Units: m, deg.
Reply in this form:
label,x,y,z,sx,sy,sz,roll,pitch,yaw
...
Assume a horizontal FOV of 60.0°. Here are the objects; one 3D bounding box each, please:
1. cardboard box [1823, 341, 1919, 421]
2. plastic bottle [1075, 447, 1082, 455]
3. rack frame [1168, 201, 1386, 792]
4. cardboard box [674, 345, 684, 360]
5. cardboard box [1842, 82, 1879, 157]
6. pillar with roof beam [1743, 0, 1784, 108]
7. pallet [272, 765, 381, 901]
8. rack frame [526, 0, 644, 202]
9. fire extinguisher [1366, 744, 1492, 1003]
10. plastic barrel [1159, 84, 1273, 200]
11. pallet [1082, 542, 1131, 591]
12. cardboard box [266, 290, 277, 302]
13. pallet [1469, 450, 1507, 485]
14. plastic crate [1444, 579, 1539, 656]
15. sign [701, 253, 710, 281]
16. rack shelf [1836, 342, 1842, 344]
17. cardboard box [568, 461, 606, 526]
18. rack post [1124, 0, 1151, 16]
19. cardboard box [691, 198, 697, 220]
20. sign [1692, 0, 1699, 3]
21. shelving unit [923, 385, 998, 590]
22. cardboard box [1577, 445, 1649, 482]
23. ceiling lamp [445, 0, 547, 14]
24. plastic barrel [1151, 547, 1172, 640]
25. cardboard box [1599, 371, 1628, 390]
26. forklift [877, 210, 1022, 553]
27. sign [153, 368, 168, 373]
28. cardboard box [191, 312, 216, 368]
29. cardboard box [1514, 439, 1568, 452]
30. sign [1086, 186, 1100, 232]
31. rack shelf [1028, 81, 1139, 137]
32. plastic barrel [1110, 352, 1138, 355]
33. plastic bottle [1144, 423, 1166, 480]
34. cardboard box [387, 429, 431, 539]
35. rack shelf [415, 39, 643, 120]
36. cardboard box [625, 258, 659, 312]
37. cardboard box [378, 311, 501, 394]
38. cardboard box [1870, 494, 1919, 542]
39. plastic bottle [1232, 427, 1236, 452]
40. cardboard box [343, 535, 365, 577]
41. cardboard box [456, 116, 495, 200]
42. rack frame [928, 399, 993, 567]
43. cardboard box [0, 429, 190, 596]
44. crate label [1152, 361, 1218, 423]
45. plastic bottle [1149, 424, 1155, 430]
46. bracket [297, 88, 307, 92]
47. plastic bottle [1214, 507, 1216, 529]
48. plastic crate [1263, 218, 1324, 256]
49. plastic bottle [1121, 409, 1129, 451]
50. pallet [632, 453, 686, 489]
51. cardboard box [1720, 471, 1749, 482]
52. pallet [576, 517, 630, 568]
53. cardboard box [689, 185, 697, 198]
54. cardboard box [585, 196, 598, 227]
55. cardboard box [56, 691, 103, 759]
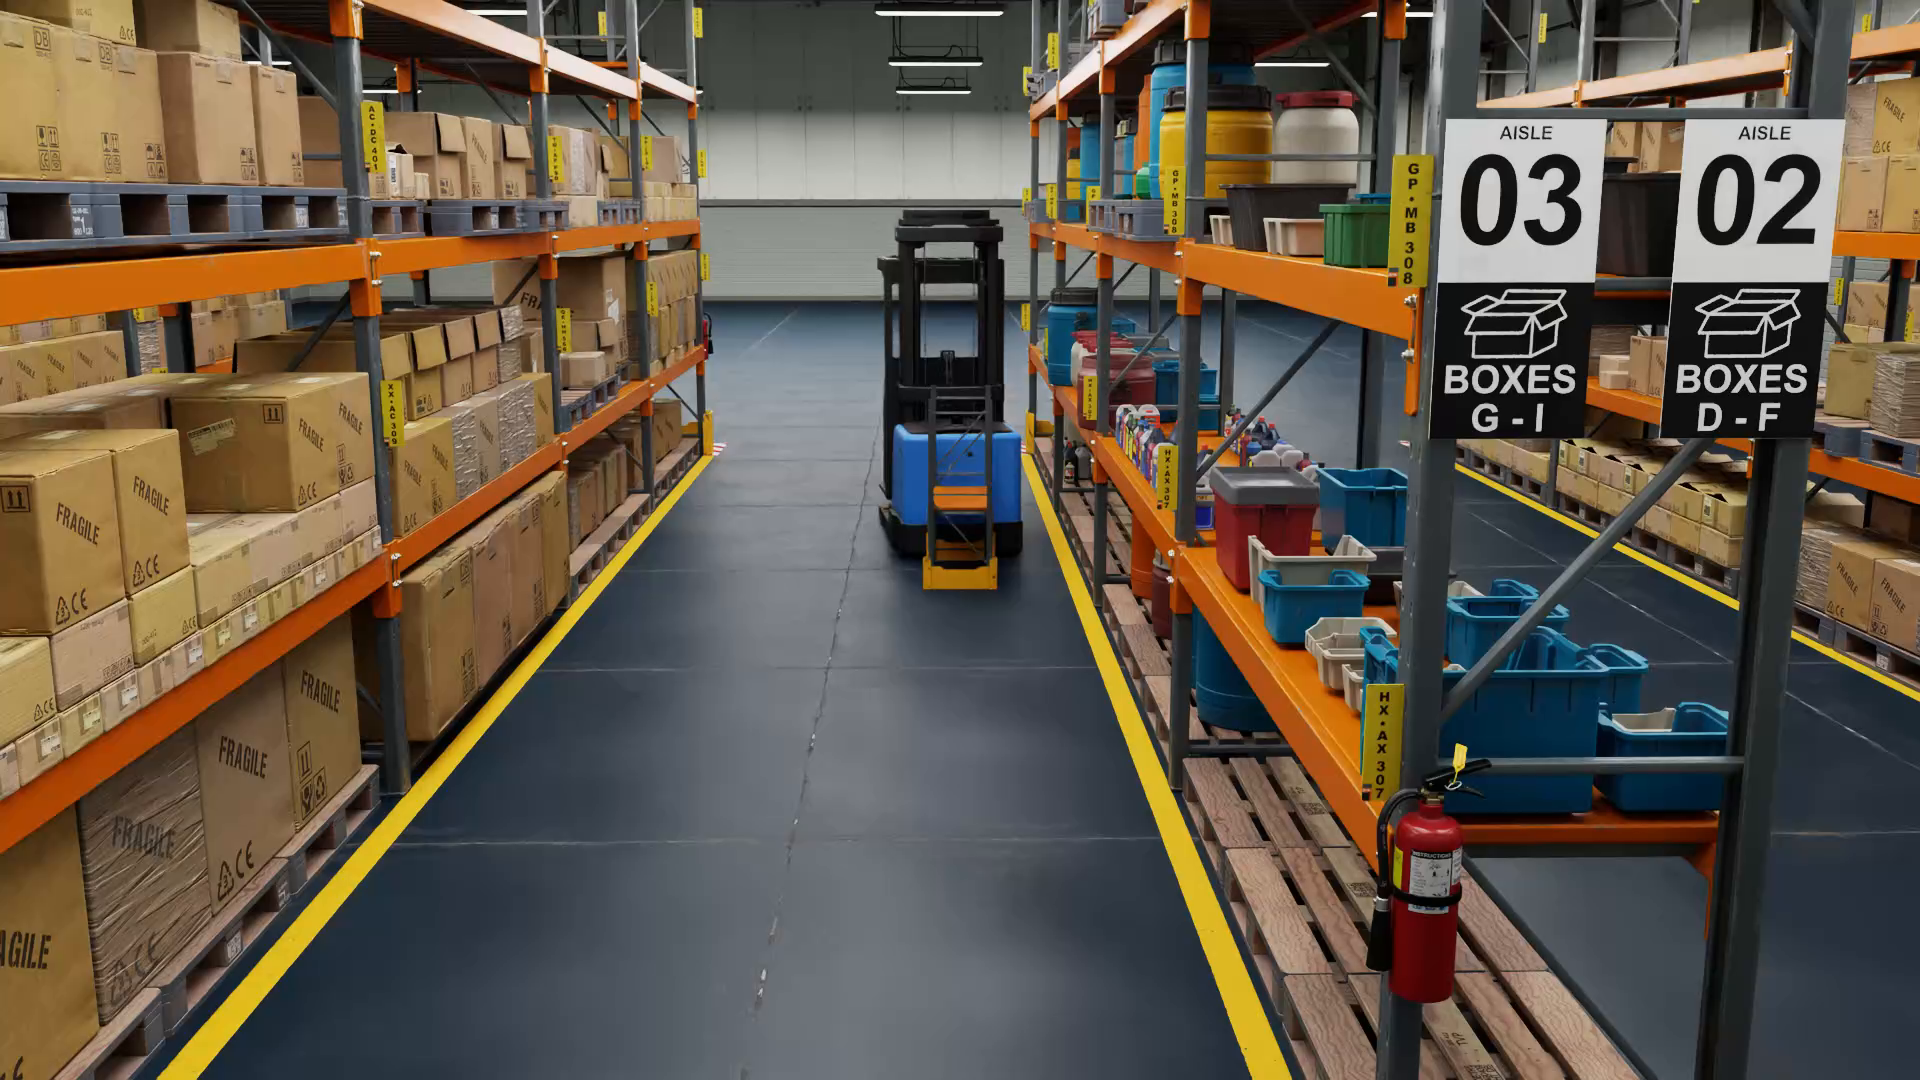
label,x,y,z,sx,sy,sz,roll,pitch,yaw
cardboard box,6.590,-1.124,11.747,0.700,0.500,0.500,-4,12,-20
plastic bottle,1.271,-0.821,17.304,0.152,0.276,0.135,0,11,-1
rack frame,1.594,-0.179,8.397,1.000,3.000,0.127,0,11,-1
cardboard box,-3.257,-2.067,18.337,0.380,0.149,0.250,0,11,-1
cardboard box,6.467,-2.916,11.578,0.500,0.500,0.500,0,11,-1
pillar with roof beam,7.702,-6.585,24.883,9.100,9.000,0.400,0,11,-1
pallet,-3.420,1.359,7.827,1.003,0.211,1.213,0,11,-1
rack frame,-3.523,-4.689,15.539,1.000,3.000,0.127,0,11,-1
fire extinguisher,1.226,0.869,4.366,0.296,0.674,0.183,0,11,-1
plastic barrel,1.372,-2.128,8.929,0.600,0.588,0.600,0,11,0
pallet,1.534,0.238,13.354,1.003,0.211,1.213,0,11,-1
cardboard box,-8.598,-3.073,19.567,0.875,0.550,0.550,0,11,-1
pallet,6.379,-0.824,18.588,1.003,0.211,1.213,0,11,-1
plastic crate,1.968,0.297,6.321,0.416,0.233,0.300,0,11,-1
sign,-3.050,-3.265,19.900,0.100,0.325,0.005,0,11,-1
rack shelf,11.293,-1.855,18.468,1.077,0.370,4.000,0,11,-1
cardboard box,-3.529,-0.411,14.722,0.700,0.500,0.500,-1,12,-6
rack post,1.425,-3.276,9.831,0.937,0.300,0.954,1,12,5
cardboard box,-3.342,-3.846,19.304,0.500,0.250,0.500,0,11,0
sign,6.924,-5.230,15.658,0.100,0.325,0.005,0,11,-1
shelving unit,0.005,-0.451,13.508,0.587,1.500,1.083,0,11,0
cardboard box,6.146,-0.739,15.608,0.500,0.311,0.500,0,11,-2
ceiling lamp,-7.380,-9.677,25.444,2.000,3.185,0.800,0,11,-1
plastic barrel,1.562,0.324,10.929,0.600,0.588,0.708,0,11,-1
cardboard box,6.195,-1.489,15.485,0.380,0.149,0.250,0,11,-1
forklift,-0.179,-1.568,15.415,1.130,2.935,3.031,-2,12,-8
sign,-3.900,-0.683,8.169,0.100,0.325,0.005,0,11,-1
cardboard box,-8.431,-2.113,17.550,0.875,0.550,0.550,0,11,-1
cardboard box,6.155,-1.205,17.430,0.500,0.500,0.500,0,11,-1
sign,0.962,-2.389,12.011,0.100,0.325,0.005,0,11,-1
rack shelf,1.388,-4.558,17.710,1.077,0.370,4.000,0,11,-1
plastic barrel,1.277,-1.233,13.309,0.421,0.512,0.421,0,11,0
plastic bottle,1.225,-0.555,10.375,0.144,0.351,0.185,0,11,-1
cardboard box,-3.117,-0.300,8.743,0.500,0.500,0.500,0,11,-1
rack shelf,-3.482,-3.743,13.691,1.077,0.370,4.000,0,11,-1
cardboard box,-3.278,-2.524,16.443,0.500,0.500,0.500,0,11,-1
cardboard box,-3.431,-1.219,10.751,0.797,0.503,0.637,0,11,0
cardboard box,6.723,-0.156,11.577,0.500,0.250,0.500,0,11,1
plastic bottle,1.937,-0.710,11.514,0.097,0.201,0.097,0,11,0
cardboard box,-3.018,0.075,7.777,0.380,0.149,0.250,0,11,0
cardboard box,-3.250,-2.386,10.426,0.500,0.500,0.500,0,11,2
rack frame,0.002,-0.351,13.019,0.500,1.500,0.032,0,11,0
cardboard box,-3.042,-0.102,5.762,0.500,0.500,0.500,-1,11,-3
crate label,1.761,-1.190,13.292,0.502,0.435,0.616,0,11,-1
plastic bottle,1.331,-0.702,11.473,0.097,0.201,0.097,0,11,0
bracket,-19.673,-13.445,49.647,0.076,0.066,3.189,0,11,-1
plastic bottle,1.387,-0.163,8.817,0.097,0.201,0.097,0,11,0
plastic crate,1.386,-1.134,6.225,0.437,0.136,0.530,0,11,-1
plastic bottle,1.159,-0.764,11.575,0.061,0.283,0.133,0,11,-1
pallet,-3.600,-0.759,18.268,1.003,0.211,1.213,0,11,-1
cardboard box,6.719,-0.438,14.122,0.500,0.311,0.500,-1,11,-3
pallet,-3.477,0.016,14.452,1.003,0.211,1.213,0,11,-1
cardboard box,-3.288,-4.082,19.466,0.380,0.149,0.250,0,11,-1
cardboard box,-3.226,-2.649,13.405,0.500,0.250,0.500,0,11,0
cardboard box,-2.965,0.586,5.259,0.380,0.149,0.250,-1,11,-3
